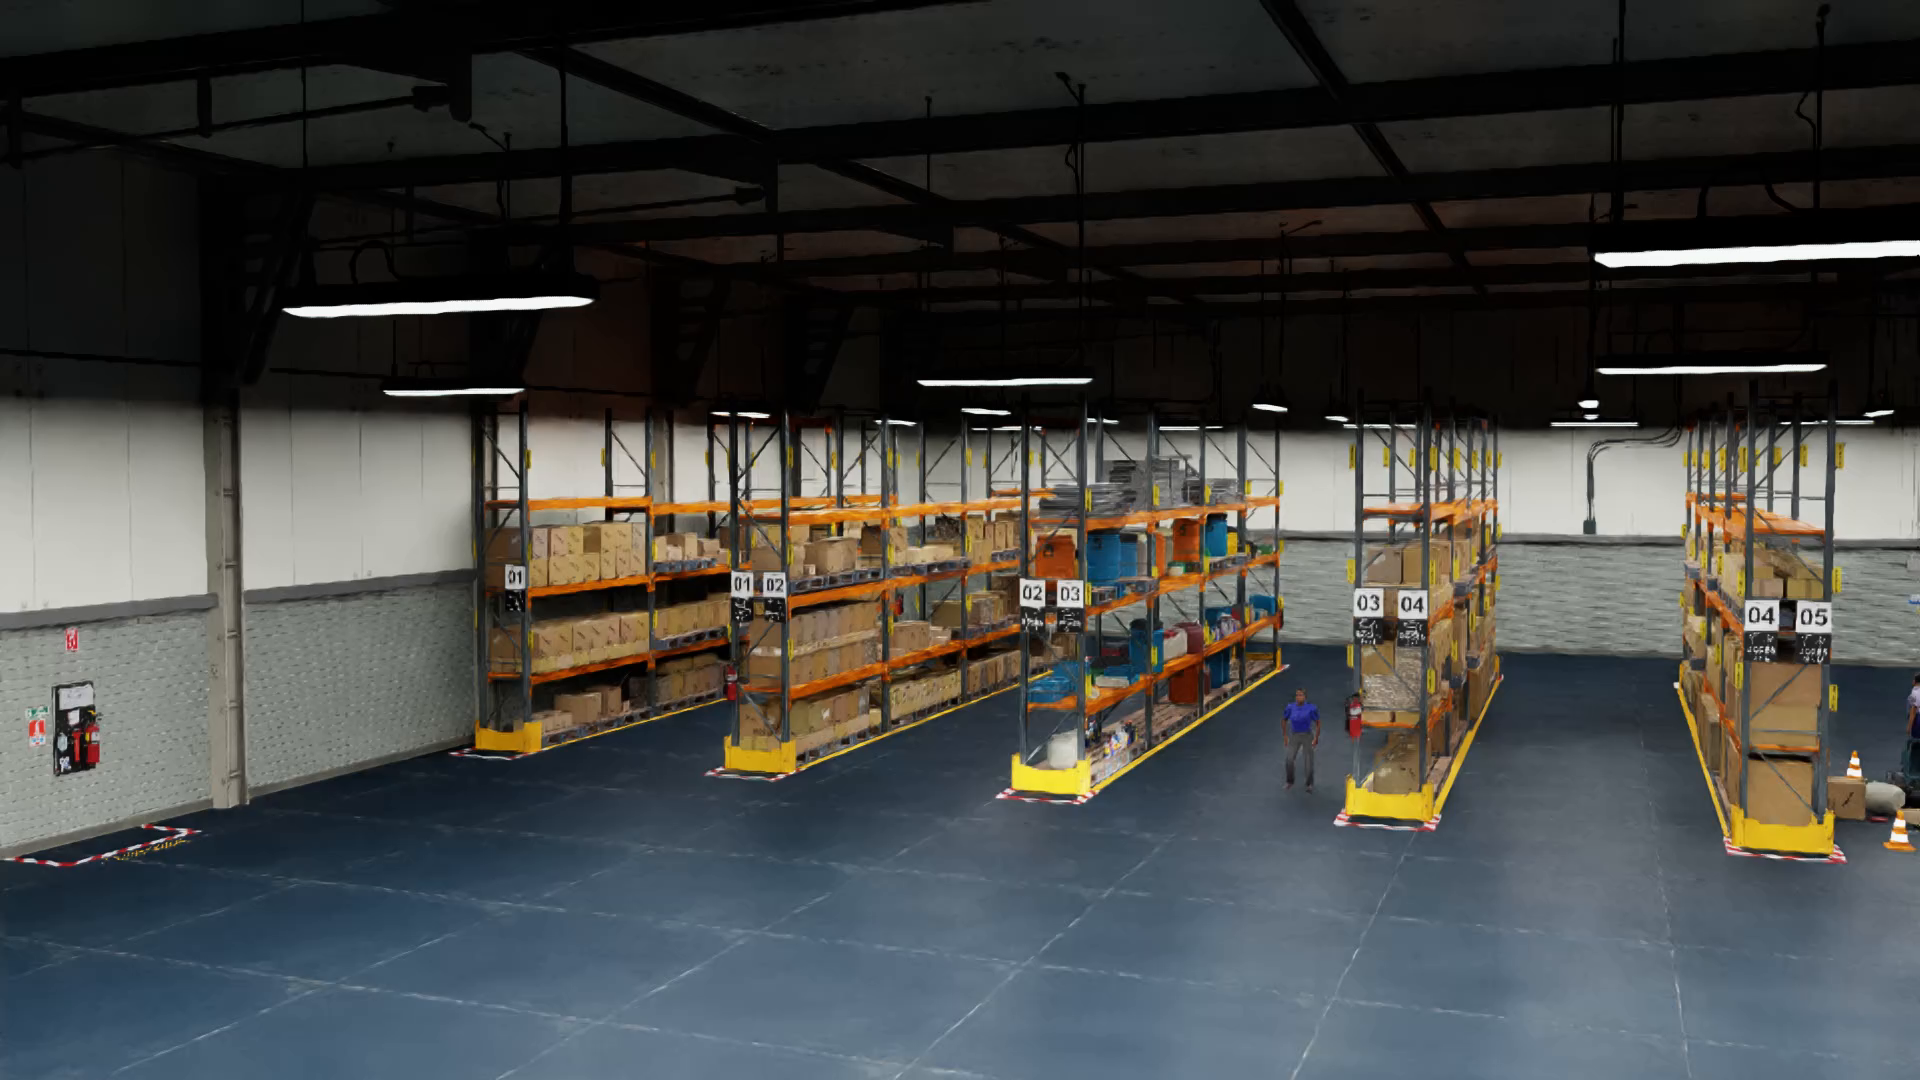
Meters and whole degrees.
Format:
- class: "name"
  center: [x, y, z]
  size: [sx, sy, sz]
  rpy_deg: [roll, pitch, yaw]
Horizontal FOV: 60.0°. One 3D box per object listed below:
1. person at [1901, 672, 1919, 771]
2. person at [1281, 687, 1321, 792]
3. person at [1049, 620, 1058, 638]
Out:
- class: "person"
  center: [15.067, 2.913, 26.151]
  size: [0.596, 1.603, 0.569]
  rpy_deg: [-2, 3, -37]
- class: "person"
  center: [5.123, 2.993, 25.008]
  size: [0.595, 1.597, 0.533]
  rpy_deg: [1, 3, 19]
- class: "person"
  center: [2.625, 1.986, 43.447]
  size: [0.785, 1.759, 0.660]
  rpy_deg: [-2, 3, -32]
